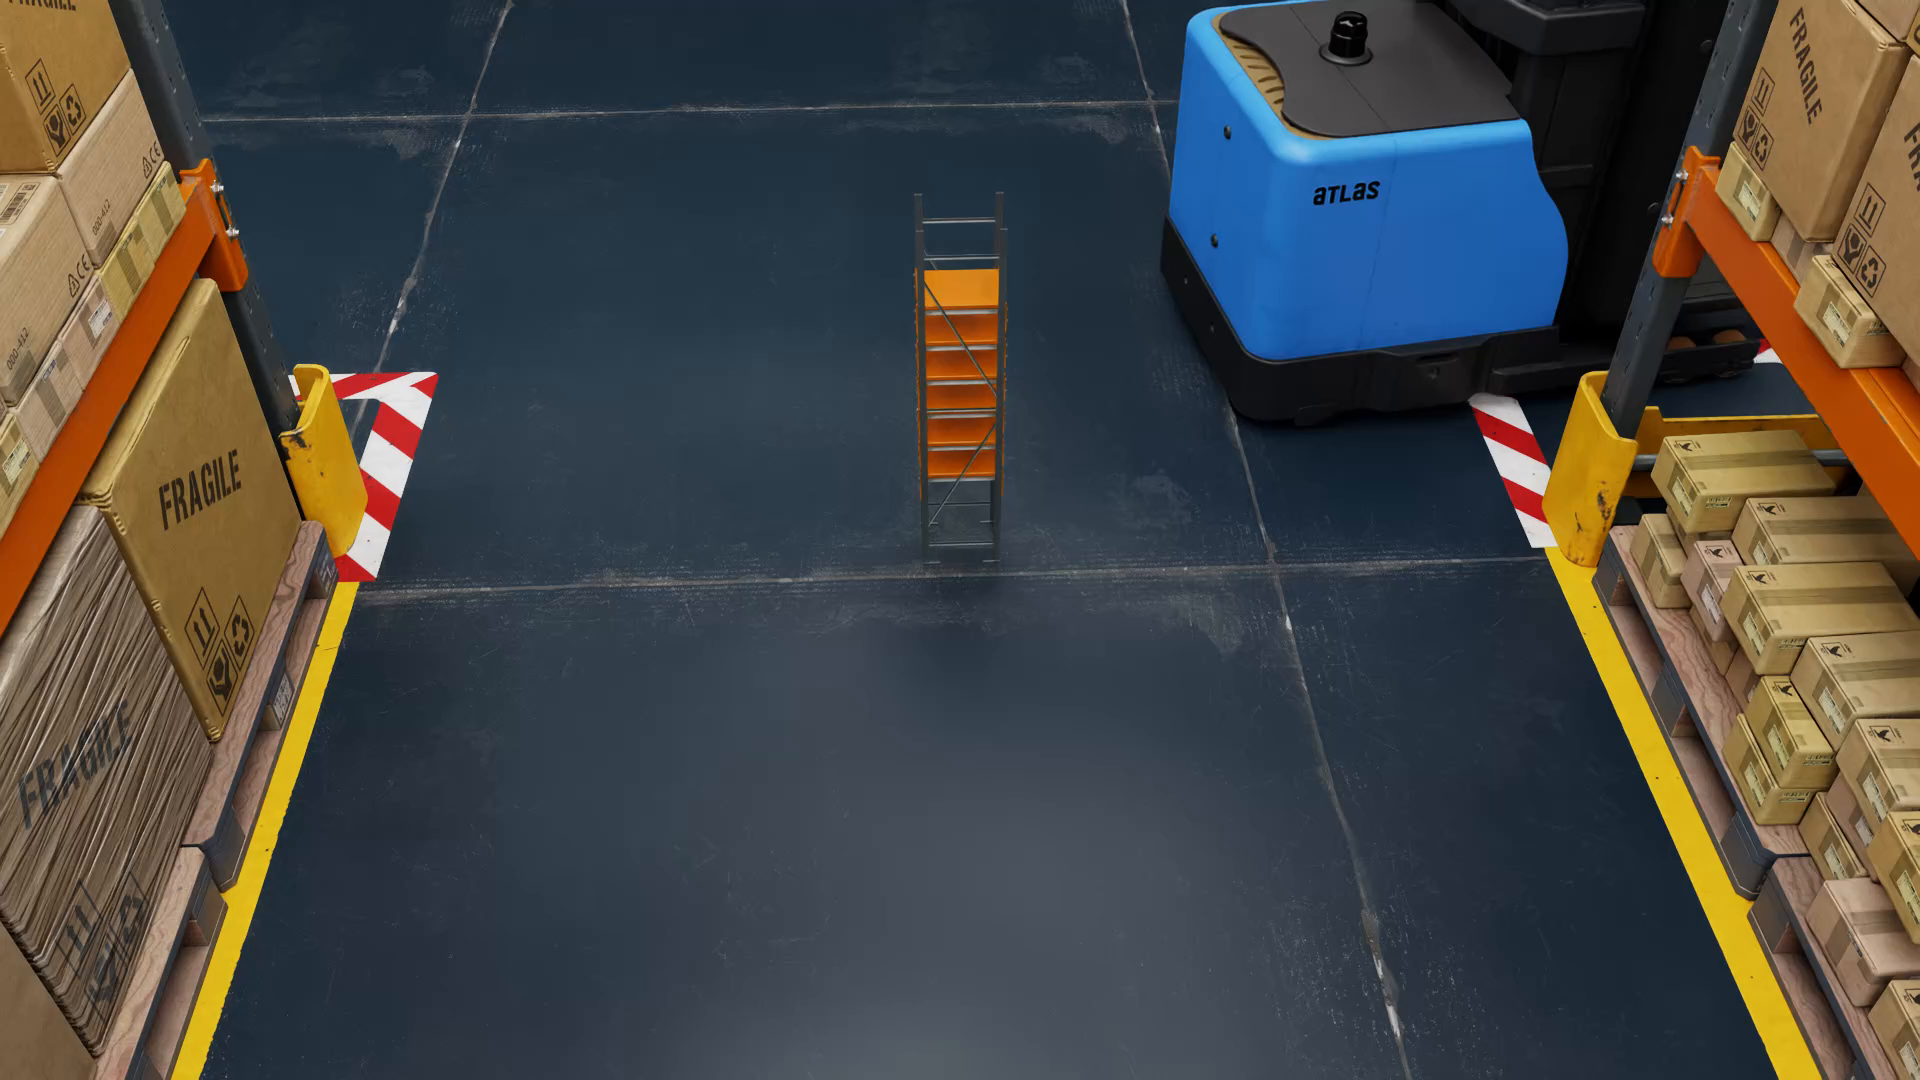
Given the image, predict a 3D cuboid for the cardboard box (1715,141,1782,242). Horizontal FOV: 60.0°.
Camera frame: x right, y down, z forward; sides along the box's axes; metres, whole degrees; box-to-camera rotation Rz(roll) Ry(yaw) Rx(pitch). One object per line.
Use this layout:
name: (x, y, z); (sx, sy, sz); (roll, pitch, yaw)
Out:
cardboard box: (2.148, -0.882, 4.178); (0.380, 0.149, 0.250); (-2, 43, -2)

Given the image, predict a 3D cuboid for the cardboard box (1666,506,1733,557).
cardboard box: (2.228, -0.055, 4.669); (0.380, 0.149, 0.250); (0, 43, 0)

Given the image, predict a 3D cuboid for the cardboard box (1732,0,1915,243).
cardboard box: (2.205, -1.038, 3.868); (0.500, 0.500, 0.500); (0, 43, 0)

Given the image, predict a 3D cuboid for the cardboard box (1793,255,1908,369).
cardboard box: (2.158, -0.528, 3.792); (0.380, 0.149, 0.250); (-3, 43, -3)

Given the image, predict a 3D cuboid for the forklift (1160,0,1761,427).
forklift: (2.322, -1.970, 5.230); (3.031, 2.935, 1.130); (-8, 43, -9)

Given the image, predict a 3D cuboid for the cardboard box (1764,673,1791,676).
cardboard box: (2.282, 0.294, 4.288); (0.380, 0.149, 0.250); (-1, 43, -1)

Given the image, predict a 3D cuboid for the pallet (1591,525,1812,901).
pallet: (2.464, 0.426, 4.629); (1.003, 0.211, 1.213); (-2, 43, -2)

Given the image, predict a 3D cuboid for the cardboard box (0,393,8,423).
cardboard box: (-2.169, -0.177, 3.114); (0.500, 0.250, 0.500); (-3, 43, -3)

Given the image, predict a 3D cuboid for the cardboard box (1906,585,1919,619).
cardboard box: (2.727, 0.110, 4.489); (0.380, 0.149, 0.250); (-3, 43, -3)

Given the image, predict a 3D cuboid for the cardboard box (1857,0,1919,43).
cardboard box: (2.216, -1.407, 3.531); (0.500, 0.500, 0.500); (-2, 43, -2)

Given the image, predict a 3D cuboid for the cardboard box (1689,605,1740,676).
cardboard box: (2.257, 0.231, 4.577); (0.380, 0.149, 0.250); (-2, 43, -2)

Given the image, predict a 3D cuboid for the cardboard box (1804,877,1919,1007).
cardboard box: (2.206, 0.914, 3.832); (0.380, 0.149, 0.250); (-4, 43, -4)

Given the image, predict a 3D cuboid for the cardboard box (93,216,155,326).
cardboard box: (-2.141, -0.629, 3.903); (0.380, 0.149, 0.250); (-1, 43, -1)

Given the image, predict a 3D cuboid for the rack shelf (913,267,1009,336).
rack shelf: (0.001, -0.665, 4.621); (0.258, 0.103, 0.180); (-2, 43, -2)

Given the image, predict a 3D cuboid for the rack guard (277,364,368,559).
rack guard: (-2.499, -0.223, 5.124); (1.175, 0.500, 0.348); (-2, 43, -2)

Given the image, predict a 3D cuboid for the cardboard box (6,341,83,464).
cardboard box: (-2.122, -0.291, 3.533); (0.380, 0.149, 0.250); (-1, 43, -1)

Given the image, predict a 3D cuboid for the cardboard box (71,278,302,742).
cardboard box: (-2.391, -0.070, 4.368); (0.875, 0.875, 0.875); (-2, 43, -2)

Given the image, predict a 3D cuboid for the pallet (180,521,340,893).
pallet: (-2.386, 0.437, 4.617); (1.003, 0.211, 1.213); (-2, 43, -2)

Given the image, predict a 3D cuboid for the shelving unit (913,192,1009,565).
shelving unit: (0.001, -0.433, 4.834); (0.258, 1.200, 0.189); (-2, 43, -2)

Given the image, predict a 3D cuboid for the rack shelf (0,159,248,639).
rack shelf: (-2.413, 0.487, 3.031); (1.077, 0.370, 4.000); (-2, 43, -2)

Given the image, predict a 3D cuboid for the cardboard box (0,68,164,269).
cardboard box: (-2.212, -0.863, 3.863); (0.500, 0.250, 0.500); (-2, 43, -2)

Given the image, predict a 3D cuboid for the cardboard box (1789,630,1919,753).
cardboard box: (2.253, 0.359, 3.997); (0.380, 0.149, 0.250); (-4, 43, -4)

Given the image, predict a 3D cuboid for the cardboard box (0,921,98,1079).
cardboard box: (-2.314, 1.145, 3.043); (0.875, 0.875, 0.875); (-2, 43, -2)

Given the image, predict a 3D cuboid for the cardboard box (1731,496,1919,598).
cardboard box: (2.277, 0.020, 4.367); (0.380, 0.149, 0.250); (-1, 43, -1)

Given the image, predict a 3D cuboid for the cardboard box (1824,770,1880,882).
cardboard box: (2.290, 0.647, 3.903); (0.380, 0.149, 0.250); (-4, 43, -4)

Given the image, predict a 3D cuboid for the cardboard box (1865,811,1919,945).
cardboard box: (2.220, 0.726, 3.597); (0.380, 0.149, 0.250); (-1, 43, -1)

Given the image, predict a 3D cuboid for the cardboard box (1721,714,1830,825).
cardboard box: (2.176, 0.574, 4.203); (0.380, 0.149, 0.250); (-1, 43, -1)

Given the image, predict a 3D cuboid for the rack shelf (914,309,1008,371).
rack shelf: (0.001, -0.577, 4.702); (0.258, 0.103, 0.180); (-2, 43, -2)

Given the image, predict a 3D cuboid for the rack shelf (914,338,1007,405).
rack shelf: (0.001, -0.488, 4.783); (0.258, 0.103, 0.180); (-2, 43, -2)

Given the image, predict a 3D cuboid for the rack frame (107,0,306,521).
rack frame: (-2.498, -1.128, 4.261); (1.000, 3.000, 0.127); (-2, 43, -2)

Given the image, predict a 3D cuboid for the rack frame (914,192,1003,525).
rack frame: (-0.003, -0.494, 4.901); (0.240, 1.200, 0.006); (-2, 43, -2)
